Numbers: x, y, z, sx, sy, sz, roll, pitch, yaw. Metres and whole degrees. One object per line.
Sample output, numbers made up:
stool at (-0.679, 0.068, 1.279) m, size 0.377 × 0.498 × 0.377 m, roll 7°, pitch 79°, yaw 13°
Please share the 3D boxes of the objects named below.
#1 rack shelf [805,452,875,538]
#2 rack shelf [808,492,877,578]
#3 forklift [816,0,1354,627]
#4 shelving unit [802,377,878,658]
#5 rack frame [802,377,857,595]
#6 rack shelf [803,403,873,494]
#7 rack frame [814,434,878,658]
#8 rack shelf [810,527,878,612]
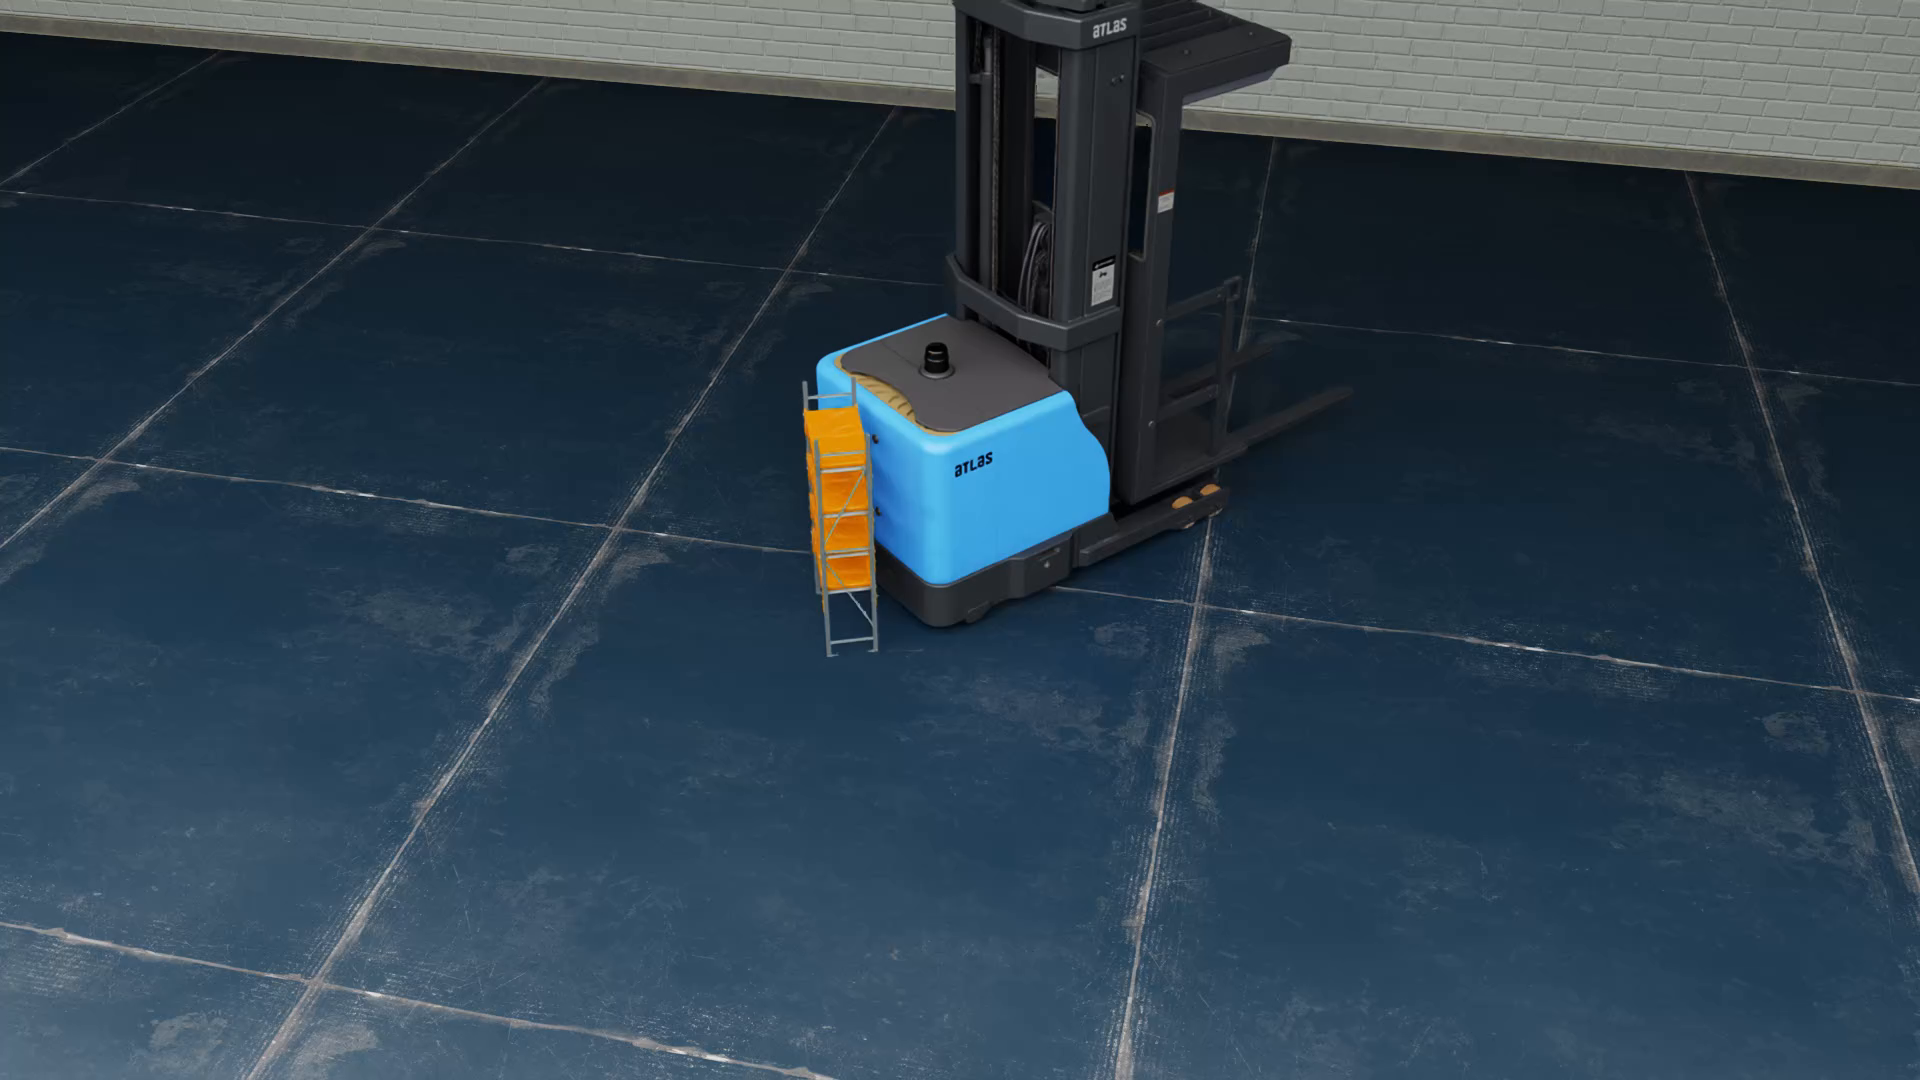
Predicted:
rack shelf at (-0.545, -0.220, 7.535) m, size 0.258 × 0.148 × 0.480 m, roll -6°, pitch 36°, yaw -8°
rack shelf at (-0.545, -0.039, 7.666) m, size 0.258 × 0.148 × 0.480 m, roll -6°, pitch 36°, yaw -8°
forklift at (0.788, -1.470, 8.051) m, size 3.031 × 2.935 × 1.130 m, roll -24°, pitch 42°, yaw -29°
shelving unit at (-0.545, -0.093, 7.626) m, size 0.258 × 1.200 × 0.503 m, roll -6°, pitch 36°, yaw -8°
rack frame at (-0.588, -0.234, 7.821) m, size 0.240 × 1.200 × 0.015 m, roll -6°, pitch 36°, yaw -8°
rack shelf at (-0.545, -0.411, 7.396) m, size 0.258 × 0.148 × 0.480 m, roll -6°, pitch 36°, yaw -8°
rack frame at (-0.503, 0.048, 7.432) m, size 0.240 × 1.200 × 0.015 m, roll -6°, pitch 36°, yaw -8°
rack shelf at (-0.545, 0.122, 7.782) m, size 0.258 × 0.148 × 0.480 m, roll -6°, pitch 36°, yaw -8°
